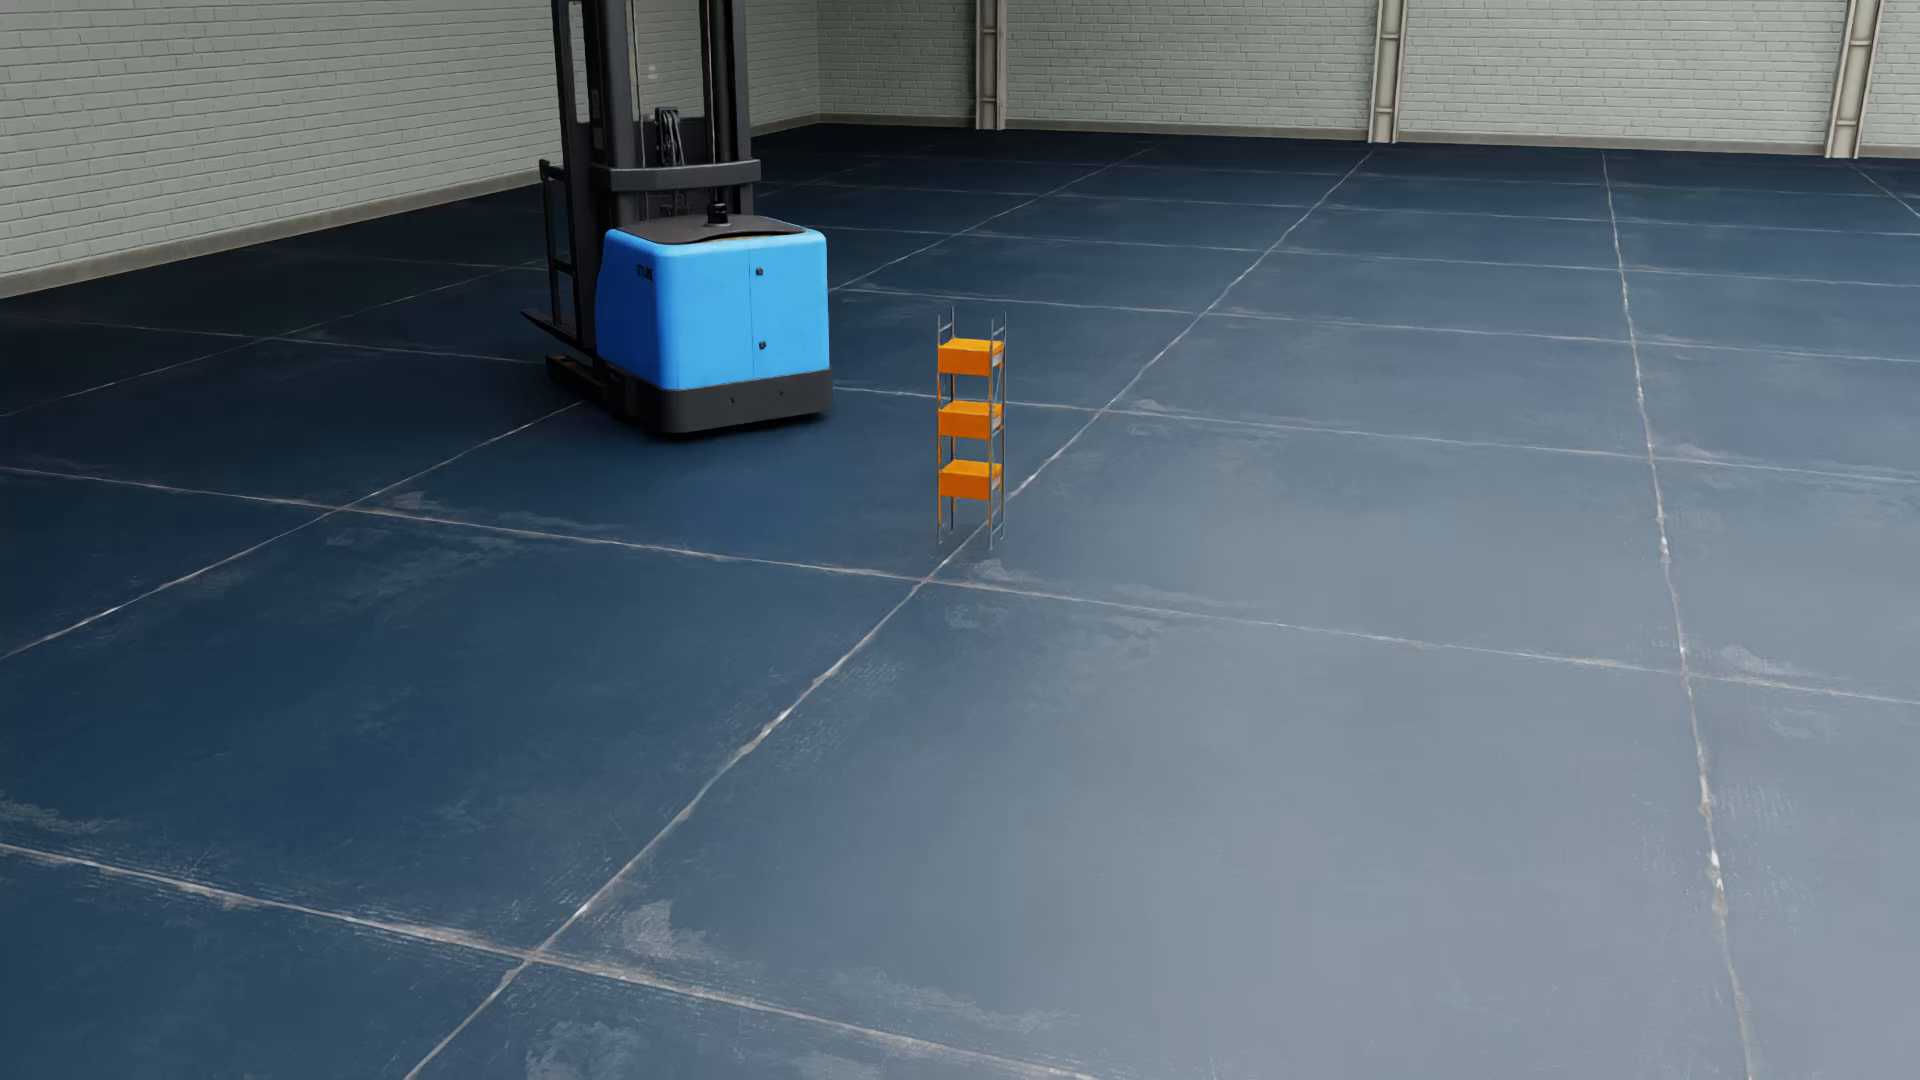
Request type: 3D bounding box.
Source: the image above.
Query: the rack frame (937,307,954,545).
[{"bbox_3d":[-0.065,-0.503,7.425,0.008,1.050,0.200,7,20,18],"label":"rack frame"}]

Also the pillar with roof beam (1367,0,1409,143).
[{"bbox_3d":[4.734,-8.701,18.867,0.400,9.000,9.100,7,20,18],"label":"pillar with roof beam"}]

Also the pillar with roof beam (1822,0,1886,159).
[{"bbox_3d":[10.401,-8.053,17.008,0.400,9.000,9.100,7,20,18],"label":"pillar with roof beam"}]

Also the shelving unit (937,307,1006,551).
[{"bbox_3d":[0.051,-0.490,7.387,0.252,1.050,0.215,7,20,18],"label":"shelving unit"}]

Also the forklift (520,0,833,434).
[{"bbox_3d":[-1.938,-2.395,9.993,1.130,2.935,3.031,-12,22,-30],"label":"forklift"}]

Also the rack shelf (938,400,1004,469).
[{"bbox_3d":[0.051,-0.480,7.390,0.240,0.259,0.215,7,20,18],"label":"rack shelf"}]

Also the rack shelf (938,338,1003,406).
[{"bbox_3d":[0.051,-0.748,7.297,0.240,0.259,0.215,7,20,18],"label":"rack shelf"}]

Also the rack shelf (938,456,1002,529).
[{"bbox_3d":[0.051,-0.218,7.482,0.240,0.259,0.215,7,20,18],"label":"rack shelf"}]

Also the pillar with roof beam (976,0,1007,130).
[{"bbox_3d":[-0.934,-9.349,20.727,0.400,9.000,9.100,7,20,18],"label":"pillar with roof beam"}]

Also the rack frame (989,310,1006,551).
[{"bbox_3d":[0.166,-0.477,7.349,0.008,1.050,0.200,7,20,18],"label":"rack frame"}]
